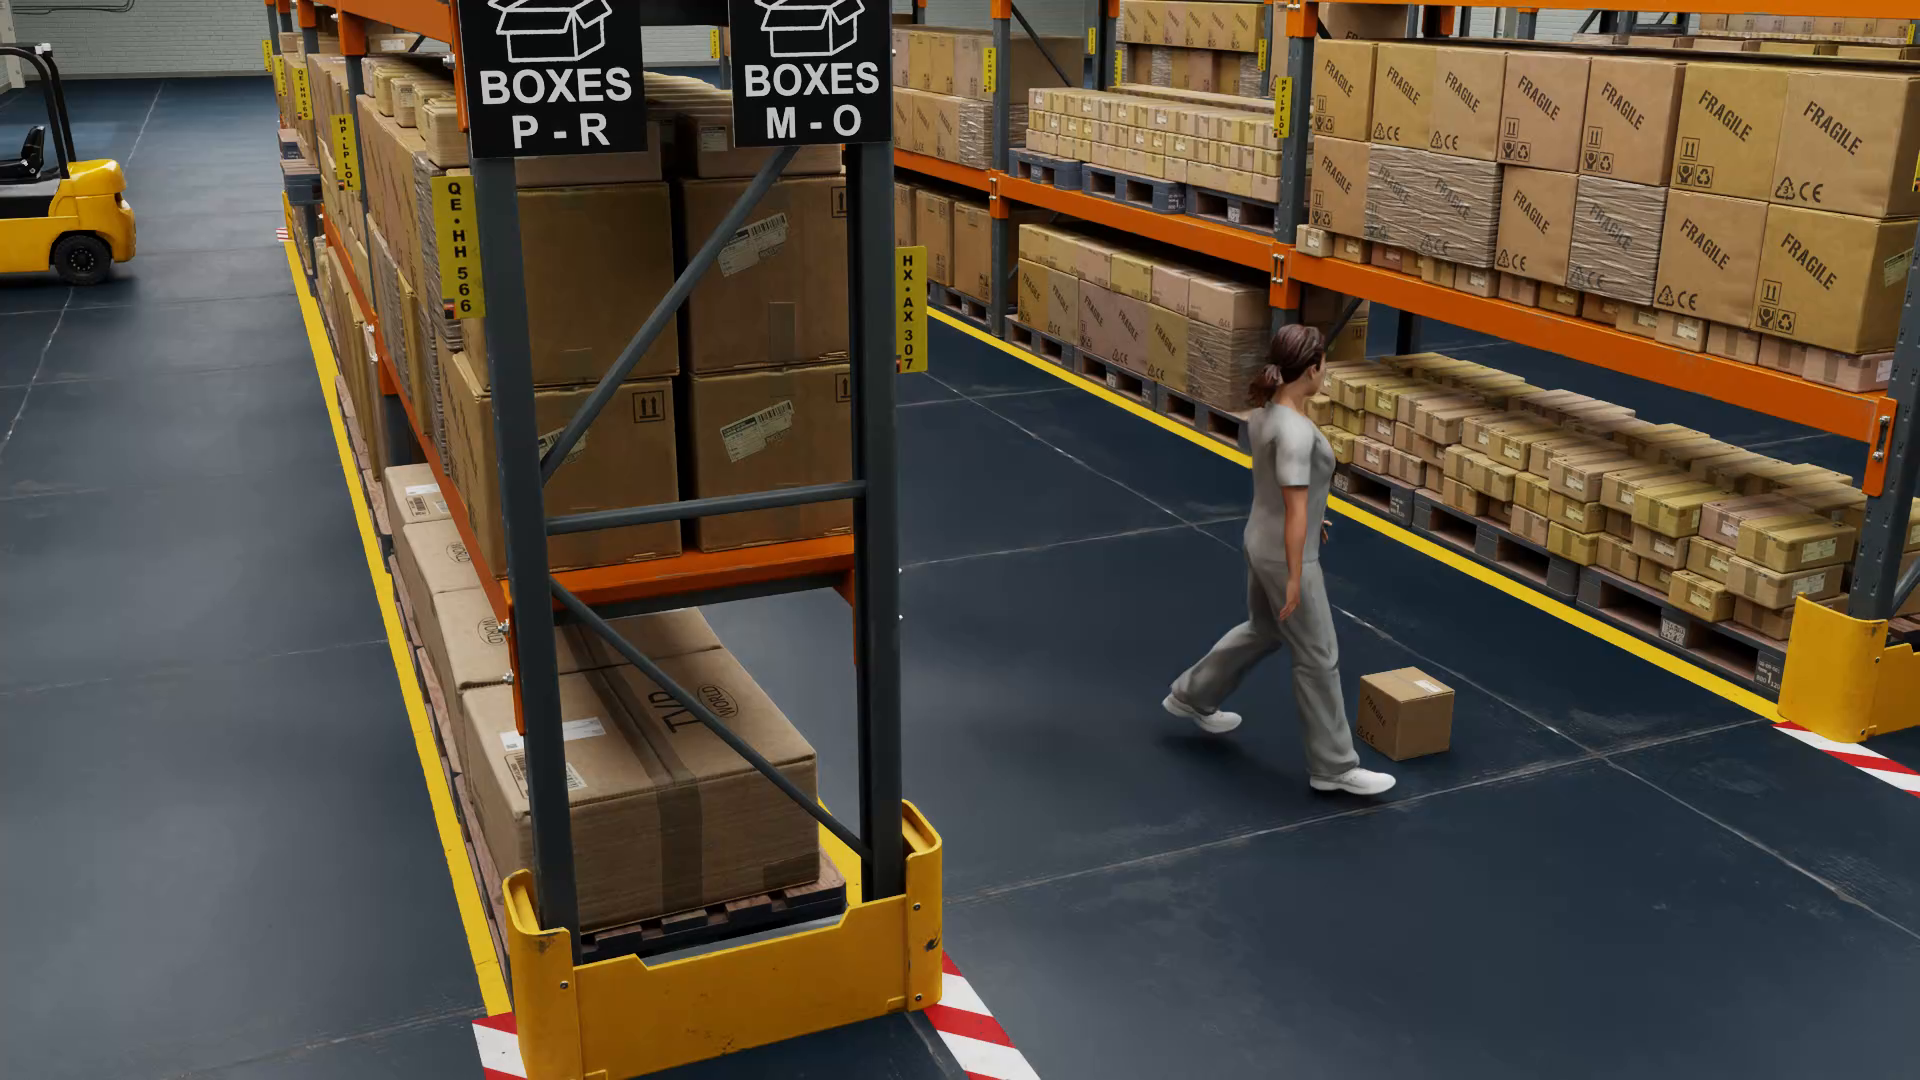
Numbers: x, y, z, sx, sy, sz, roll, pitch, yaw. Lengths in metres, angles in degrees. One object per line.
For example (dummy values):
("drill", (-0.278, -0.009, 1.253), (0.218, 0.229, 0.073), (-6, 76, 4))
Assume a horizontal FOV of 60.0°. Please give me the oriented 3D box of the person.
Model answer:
("person", (1.161, 0.047, 5.920), (0.808, 1.648, 0.623), (2, 19, 4))
